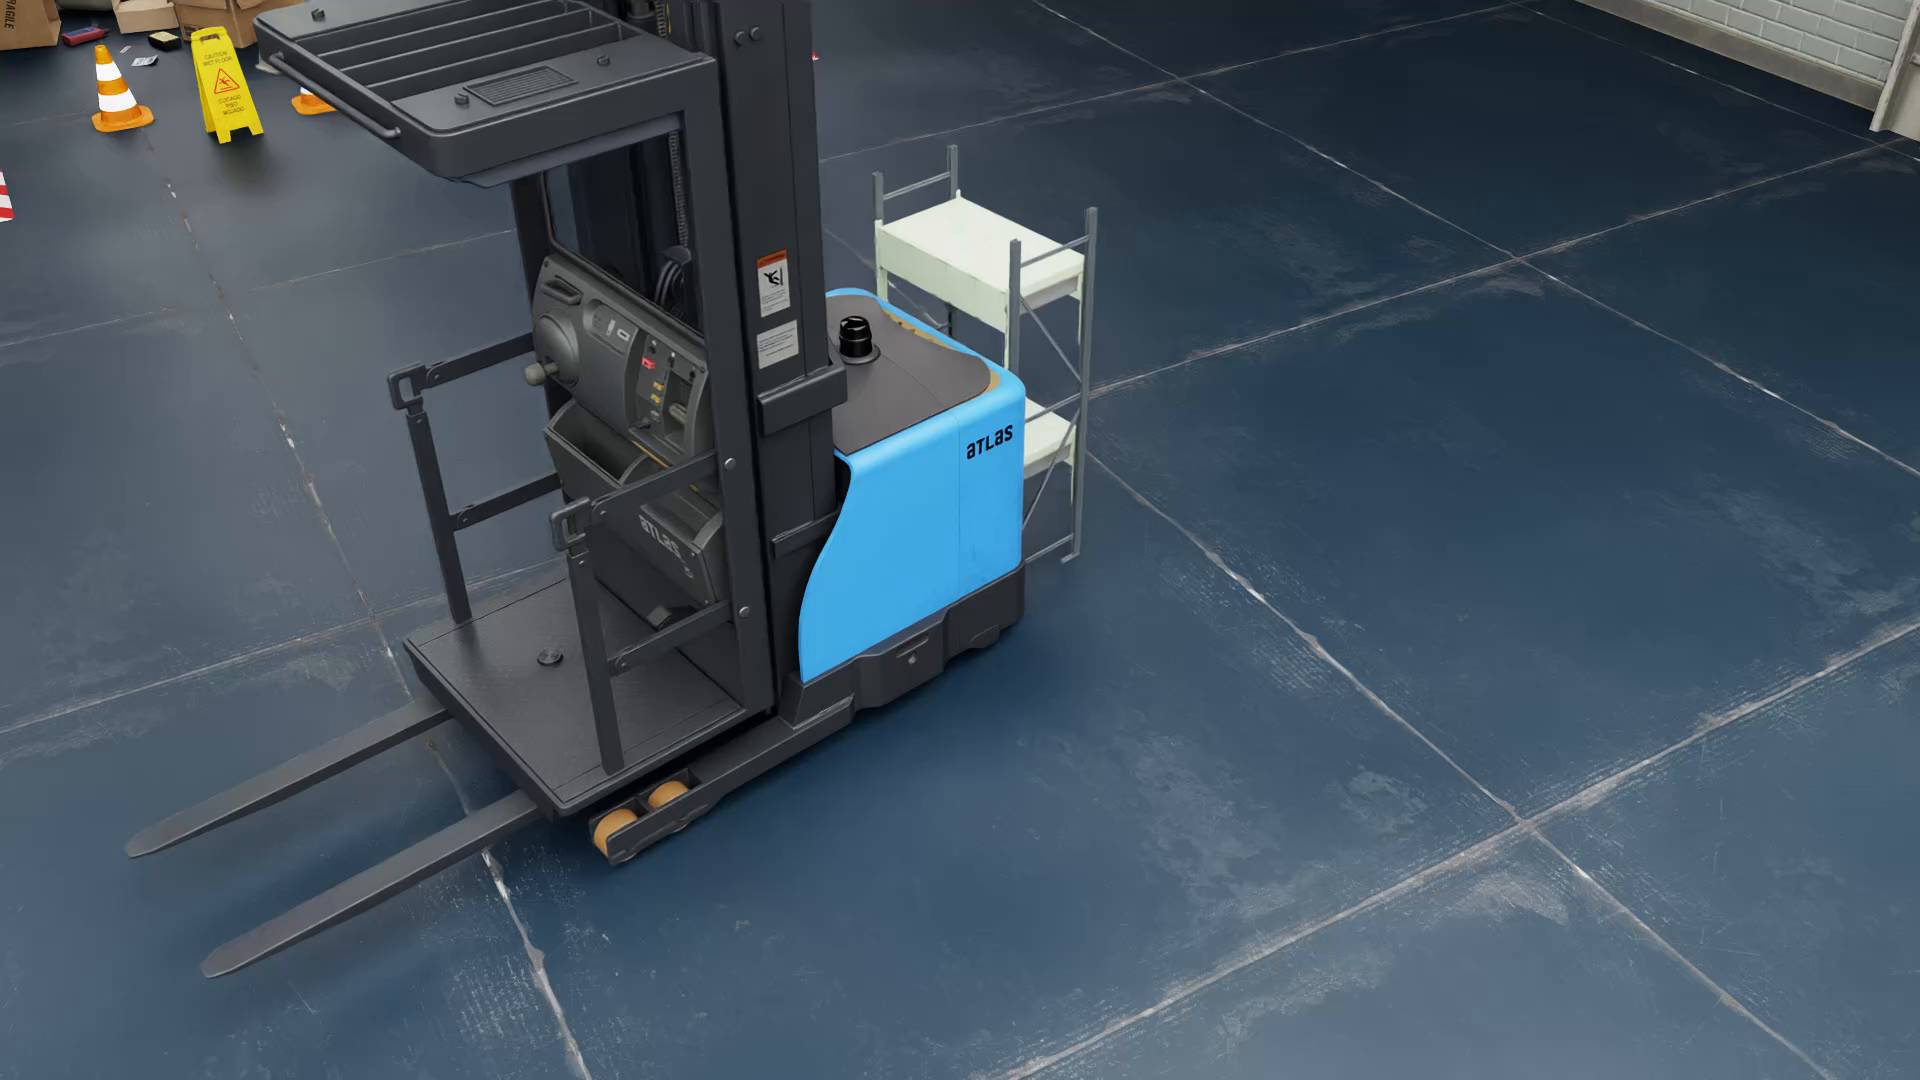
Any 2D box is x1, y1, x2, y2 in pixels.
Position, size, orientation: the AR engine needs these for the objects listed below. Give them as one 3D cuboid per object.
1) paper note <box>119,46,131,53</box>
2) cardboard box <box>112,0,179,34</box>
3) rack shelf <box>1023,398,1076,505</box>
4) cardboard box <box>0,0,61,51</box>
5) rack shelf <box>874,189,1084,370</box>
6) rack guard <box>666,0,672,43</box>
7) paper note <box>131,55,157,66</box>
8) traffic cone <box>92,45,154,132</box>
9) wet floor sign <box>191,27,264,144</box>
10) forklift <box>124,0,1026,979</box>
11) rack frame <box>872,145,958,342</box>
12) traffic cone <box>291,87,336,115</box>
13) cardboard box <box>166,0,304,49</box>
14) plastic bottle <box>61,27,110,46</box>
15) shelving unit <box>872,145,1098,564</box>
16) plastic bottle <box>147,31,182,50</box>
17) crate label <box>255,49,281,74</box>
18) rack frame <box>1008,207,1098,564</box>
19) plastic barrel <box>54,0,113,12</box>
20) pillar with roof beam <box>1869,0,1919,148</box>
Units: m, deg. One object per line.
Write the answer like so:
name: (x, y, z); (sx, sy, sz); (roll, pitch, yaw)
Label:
paper note: (-5.678, -3.338, 11.312); (0.032, 0.001, 0.123); (0, 36, 0)
cardboard box: (-5.707, -3.732, 11.634); (0.396, 0.266, 0.258); (-12, 38, -16)
rack shelf: (0.079, -0.371, 6.539); (0.431, 0.370, 0.720); (-28, 44, -33)
cardboard box: (-6.496, -3.671, 11.350); (0.500, 0.500, 0.500); (-12, 38, -16)
rack shelf: (0.079, -0.949, 6.116); (0.431, 0.370, 0.720); (-28, 44, -33)
rack guard: (-1.963, -3.674, 11.357); (1.175, 0.500, 0.348); (-19, 40, -24)
paper note: (-5.453, -3.208, 11.118); (0.144, 0.017, 0.142); (-6, 37, -8)
traffic cone: (-5.193, -2.794, 10.183); (0.336, 0.463, 0.334); (-19, 40, -24)
wet floor sign: (-4.427, -2.748, 9.965); (0.267, 0.644, 0.232); (-26, 44, -31)
forklift: (-1.201, -0.504, 4.955); (3.031, 2.935, 1.130); (-27, 44, -32)
rack frame: (-0.164, -0.795, 6.567); (0.400, 1.500, 0.023); (-28, 44, -33)
traffic cone: (-4.045, -2.955, 10.404); (0.336, 0.463, 0.334); (-19, 40, -24)
cardboard box: (-4.996, -3.782, 11.502); (0.637, 0.503, 0.797); (12, 38, 16)
plastic bottle: (-6.028, -3.483, 11.467); (0.133, 0.061, 0.283); (26, 44, 31)
shelving unit: (0.079, -0.634, 6.346); (0.431, 1.500, 0.755); (-28, 44, -33)
plastic bottle: (-5.466, -3.427, 11.390); (0.283, 0.061, 0.133); (26, 44, 31)
crate label: (-4.493, -3.206, 11.024); (0.298, 0.136, 0.250); (19, 40, 24)
rack frame: (0.323, -0.473, 6.126); (0.400, 1.500, 0.023); (-28, 44, -33)
plastic barrel: (-6.267, -4.002, 11.871); (0.512, 0.421, 0.421); (6, 37, 8)
pillar with roof beam: (2.087, -4.827, 5.729); (9.100, 9.000, 0.400); (-19, 40, -24)
